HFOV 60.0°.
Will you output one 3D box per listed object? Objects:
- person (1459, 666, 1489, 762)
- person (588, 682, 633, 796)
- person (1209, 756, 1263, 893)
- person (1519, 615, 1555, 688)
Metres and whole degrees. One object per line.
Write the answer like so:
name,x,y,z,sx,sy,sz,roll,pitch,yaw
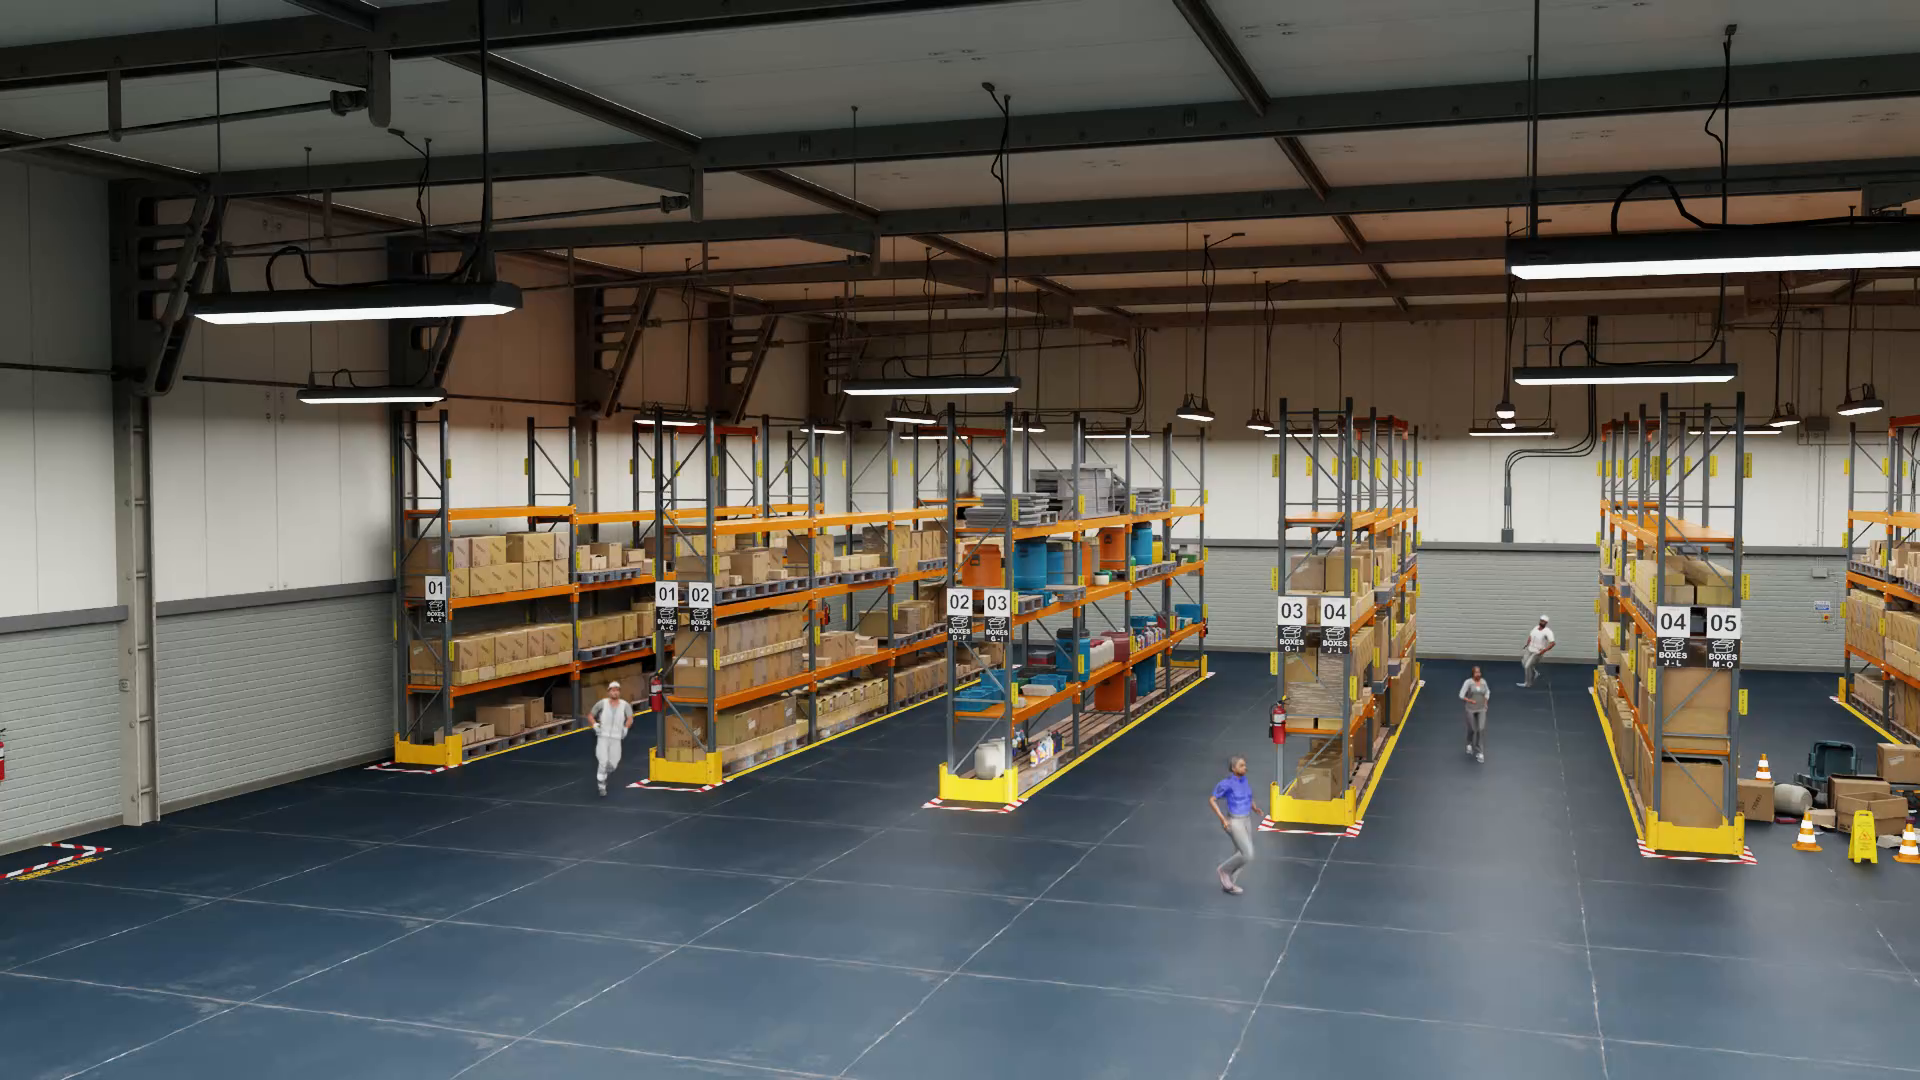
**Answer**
person,8.877,2.966,28.677,0.539,1.606,0.829,0,2,7
person,-5.386,3.045,25.657,0.694,1.729,0.655,-1,3,-18
person,3.295,3.355,19.500,0.560,1.603,0.576,-2,3,-44
person,13.095,2.539,37.842,0.559,1.677,0.745,-1,3,-17
